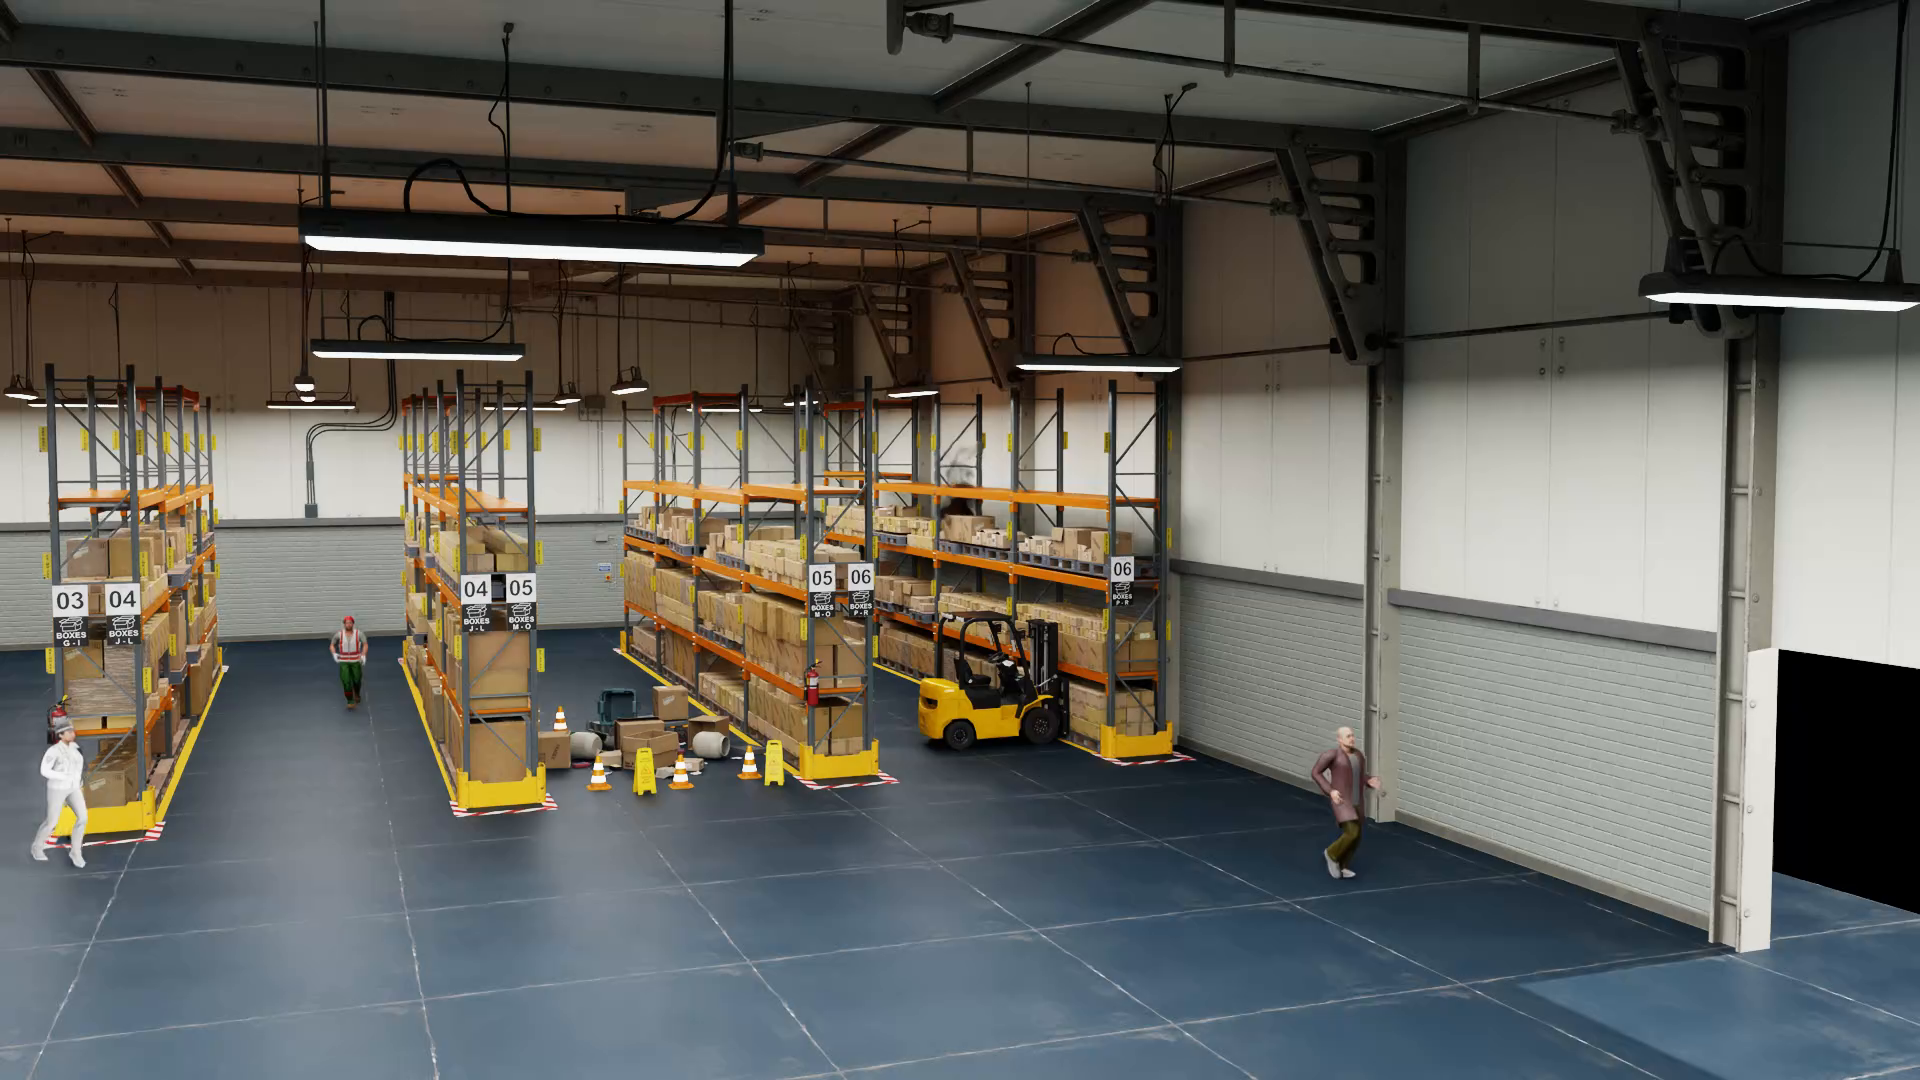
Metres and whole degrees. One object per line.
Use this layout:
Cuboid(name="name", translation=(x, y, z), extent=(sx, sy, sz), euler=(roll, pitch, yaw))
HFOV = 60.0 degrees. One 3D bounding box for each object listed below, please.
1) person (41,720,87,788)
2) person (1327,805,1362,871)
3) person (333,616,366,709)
Cuboid(name="person", translation=(-10.641, 2.574, 19.781), extent=(0.567, 0.861, 0.653), euler=(1, 4, 21))
Cuboid(name="person", translation=(4.437, 3.328, 19.038), extent=(0.389, 0.969, 0.525), euler=(-2, 4, -33))
Cuboid(name="person", translation=(-11.501, 2.293, 31.348), extent=(0.574, 1.748, 0.596), euler=(-1, 4, -18))
